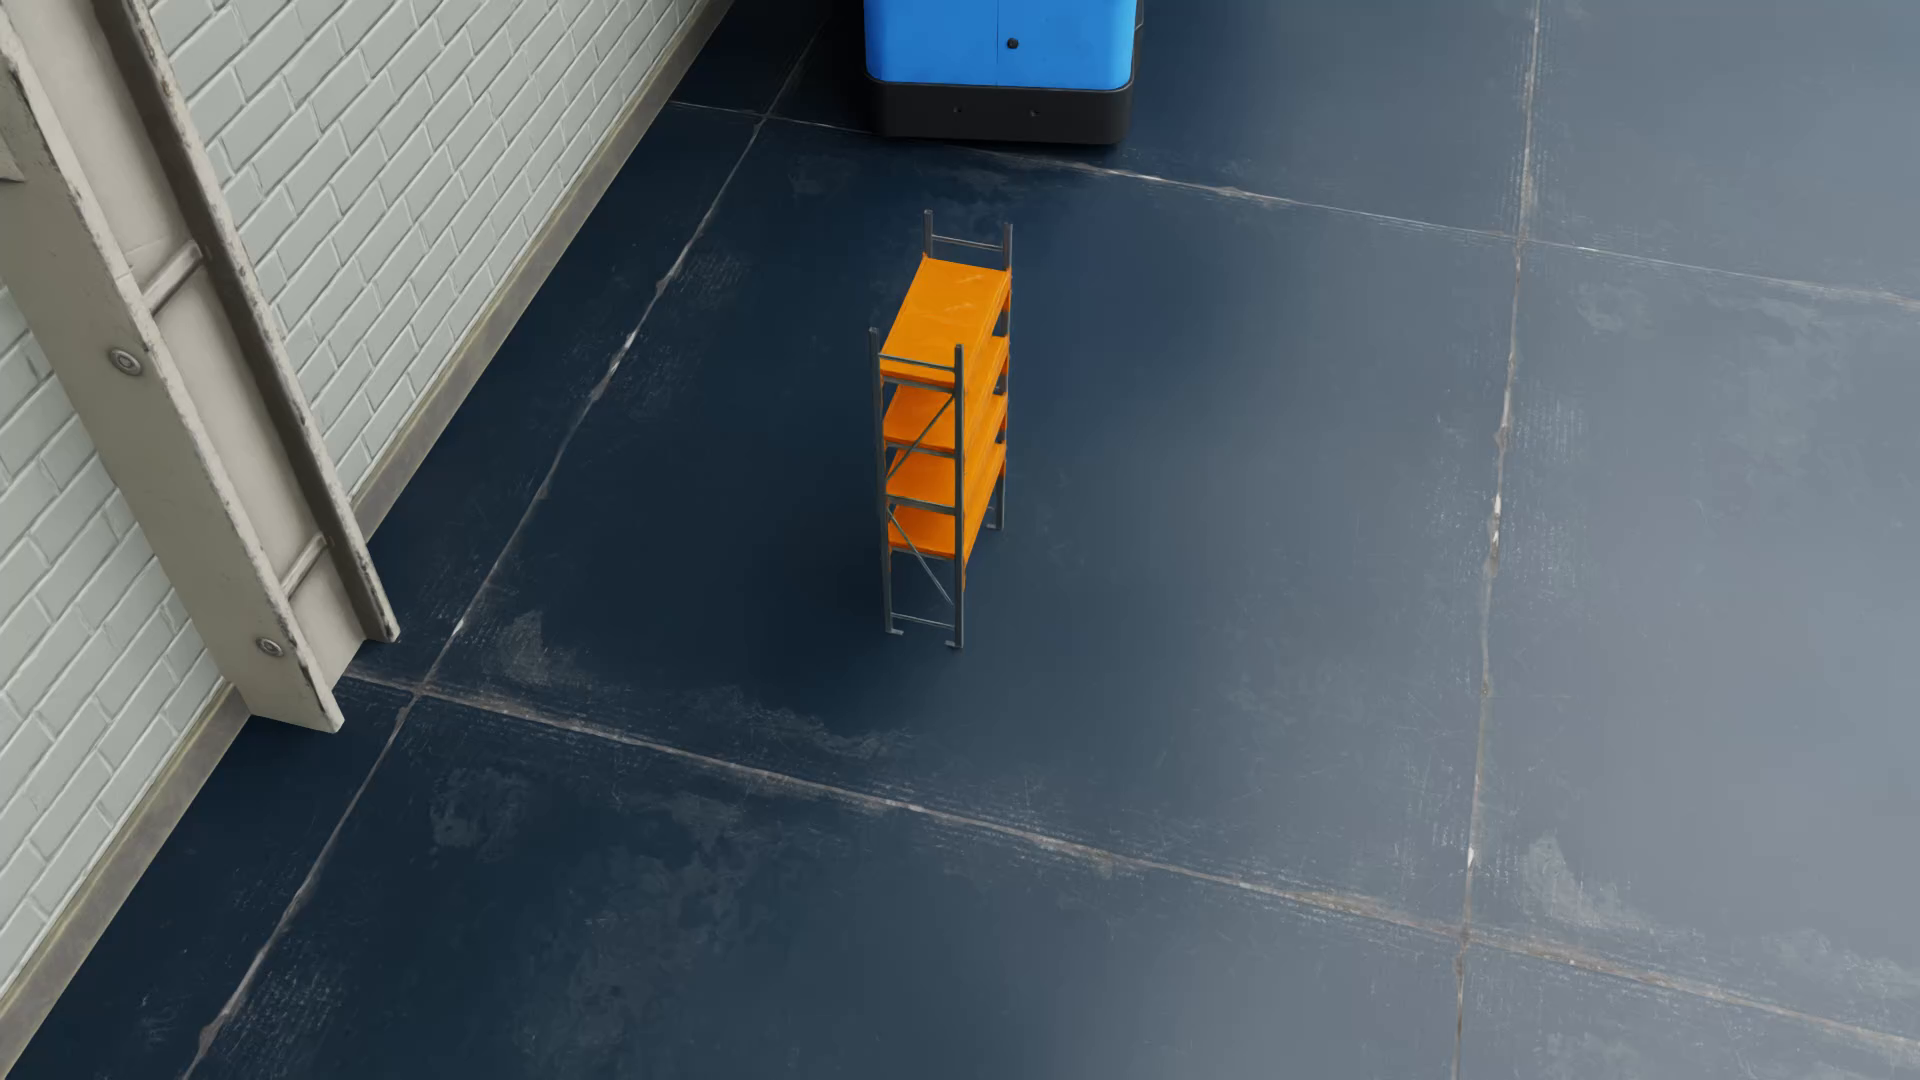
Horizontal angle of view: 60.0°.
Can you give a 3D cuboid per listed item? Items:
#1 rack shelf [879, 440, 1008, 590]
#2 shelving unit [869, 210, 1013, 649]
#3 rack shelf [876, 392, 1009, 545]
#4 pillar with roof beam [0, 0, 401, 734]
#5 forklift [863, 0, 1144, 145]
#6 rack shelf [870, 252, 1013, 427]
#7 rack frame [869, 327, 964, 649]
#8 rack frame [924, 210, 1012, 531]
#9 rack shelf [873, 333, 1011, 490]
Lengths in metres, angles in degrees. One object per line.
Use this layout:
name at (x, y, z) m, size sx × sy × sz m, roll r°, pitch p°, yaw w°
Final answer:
rack shelf at (-0.044, -0.101, 4.894) m, size 0.258 × 0.148 × 0.480 m, roll 12°, pitch 50°, yaw 10°
shelving unit at (-0.044, -0.277, 4.694) m, size 0.258 × 1.200 × 0.503 m, roll 12°, pitch 50°, yaw 10°
rack shelf at (-0.044, -0.233, 4.745) m, size 0.258 × 0.148 × 0.480 m, roll 12°, pitch 50°, yaw 10°
pillar with roof beam at (2.270, -1.747, 0.790) m, size 9.100 × 9.000 × 0.400 m, roll 12°, pitch 50°, yaw 10°
forklift at (0.243, -3.627, 6.496) m, size 1.130 × 2.935 × 3.031 m, roll 3°, pitch 49°, yaw 3°
rack shelf at (-0.044, -0.537, 4.400) m, size 0.258 × 0.148 × 0.480 m, roll 12°, pitch 50°, yaw 10°
rack frame at (-0.108, -0.101, 4.539) m, size 0.240 × 1.200 × 0.015 m, roll 12°, pitch 50°, yaw 10°
rack frame at (0.021, -0.454, 4.850) m, size 0.240 × 1.200 × 0.015 m, roll 12°, pitch 50°, yaw 10°
rack shelf at (-0.044, -0.381, 4.577) m, size 0.258 × 0.148 × 0.480 m, roll 12°, pitch 50°, yaw 10°
